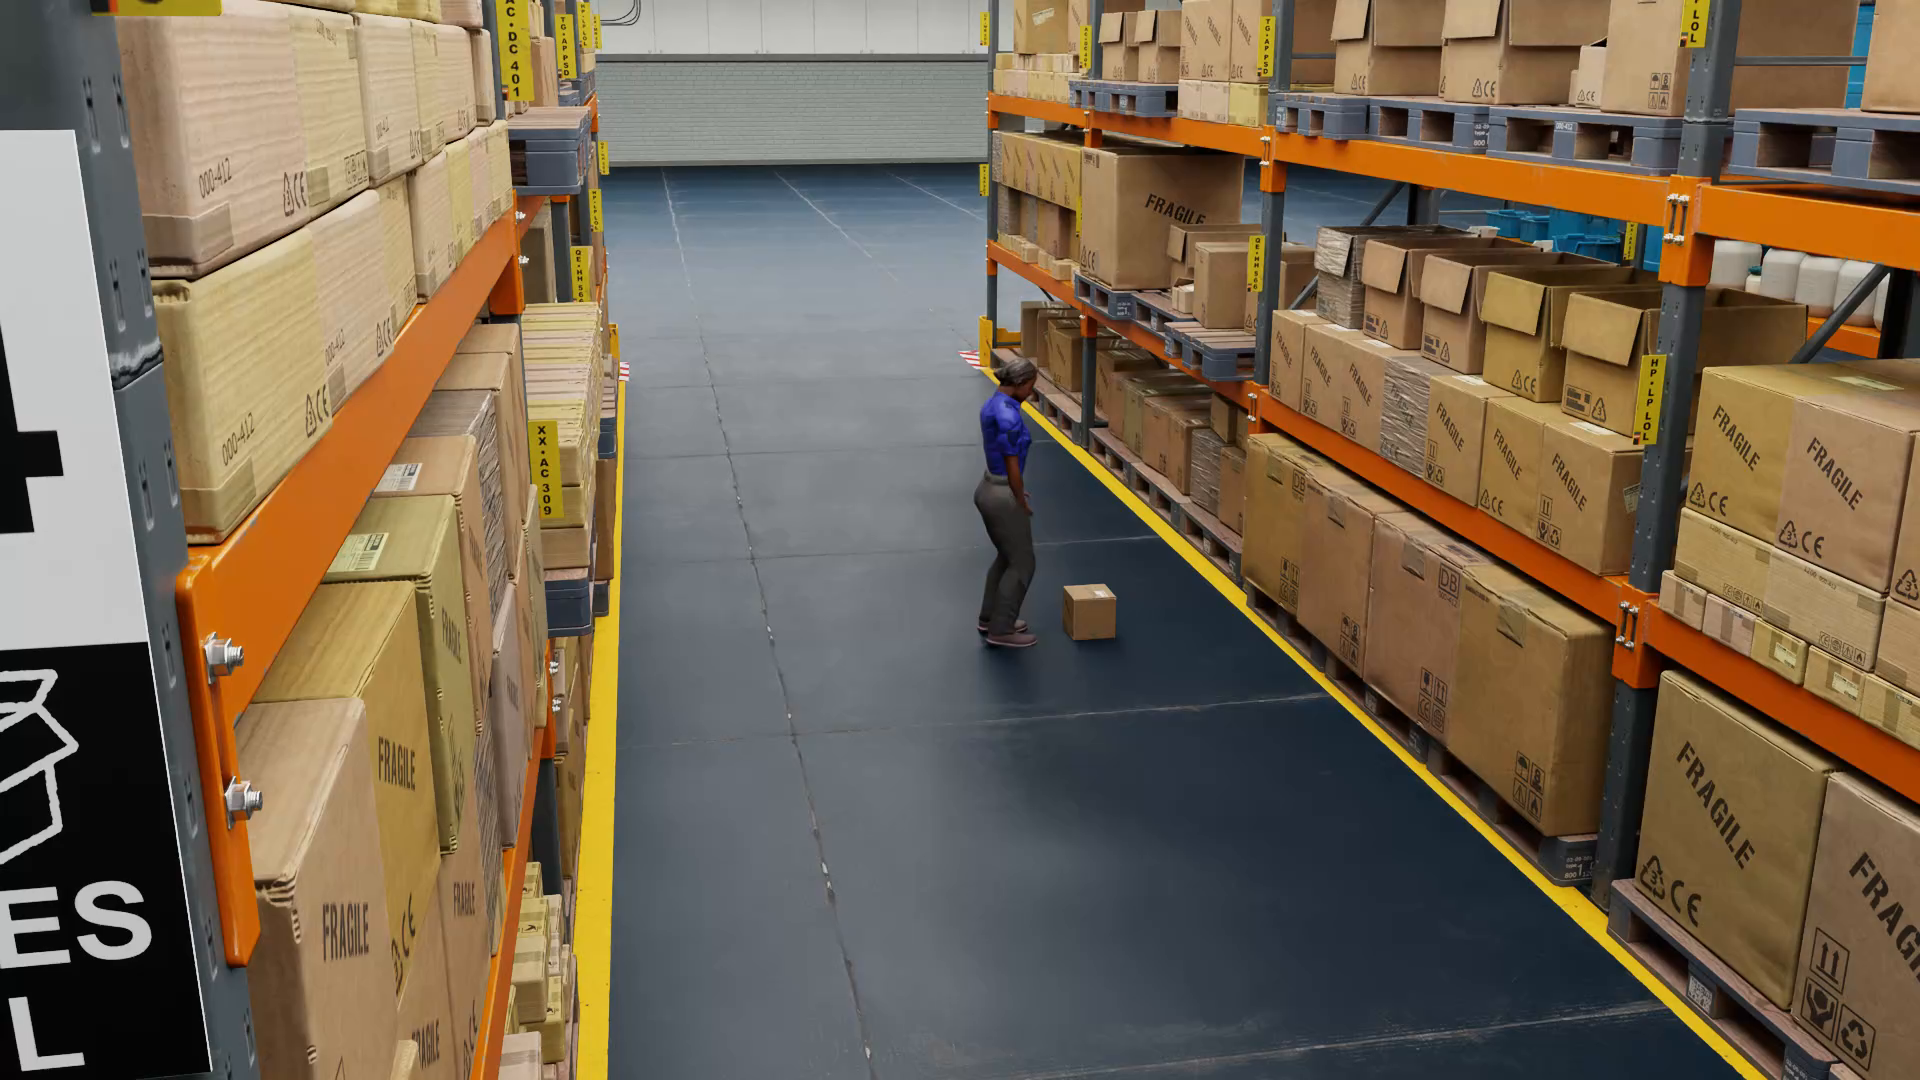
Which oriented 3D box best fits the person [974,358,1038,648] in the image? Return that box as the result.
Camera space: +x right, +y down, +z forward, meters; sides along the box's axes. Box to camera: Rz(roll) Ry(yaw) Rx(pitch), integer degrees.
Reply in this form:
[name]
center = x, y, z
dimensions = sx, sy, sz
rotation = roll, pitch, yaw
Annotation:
[person]
center = 0.261, -0.218, 9.366
dimensions = 0.354, 1.626, 0.450
rotation = -3, 17, -9
